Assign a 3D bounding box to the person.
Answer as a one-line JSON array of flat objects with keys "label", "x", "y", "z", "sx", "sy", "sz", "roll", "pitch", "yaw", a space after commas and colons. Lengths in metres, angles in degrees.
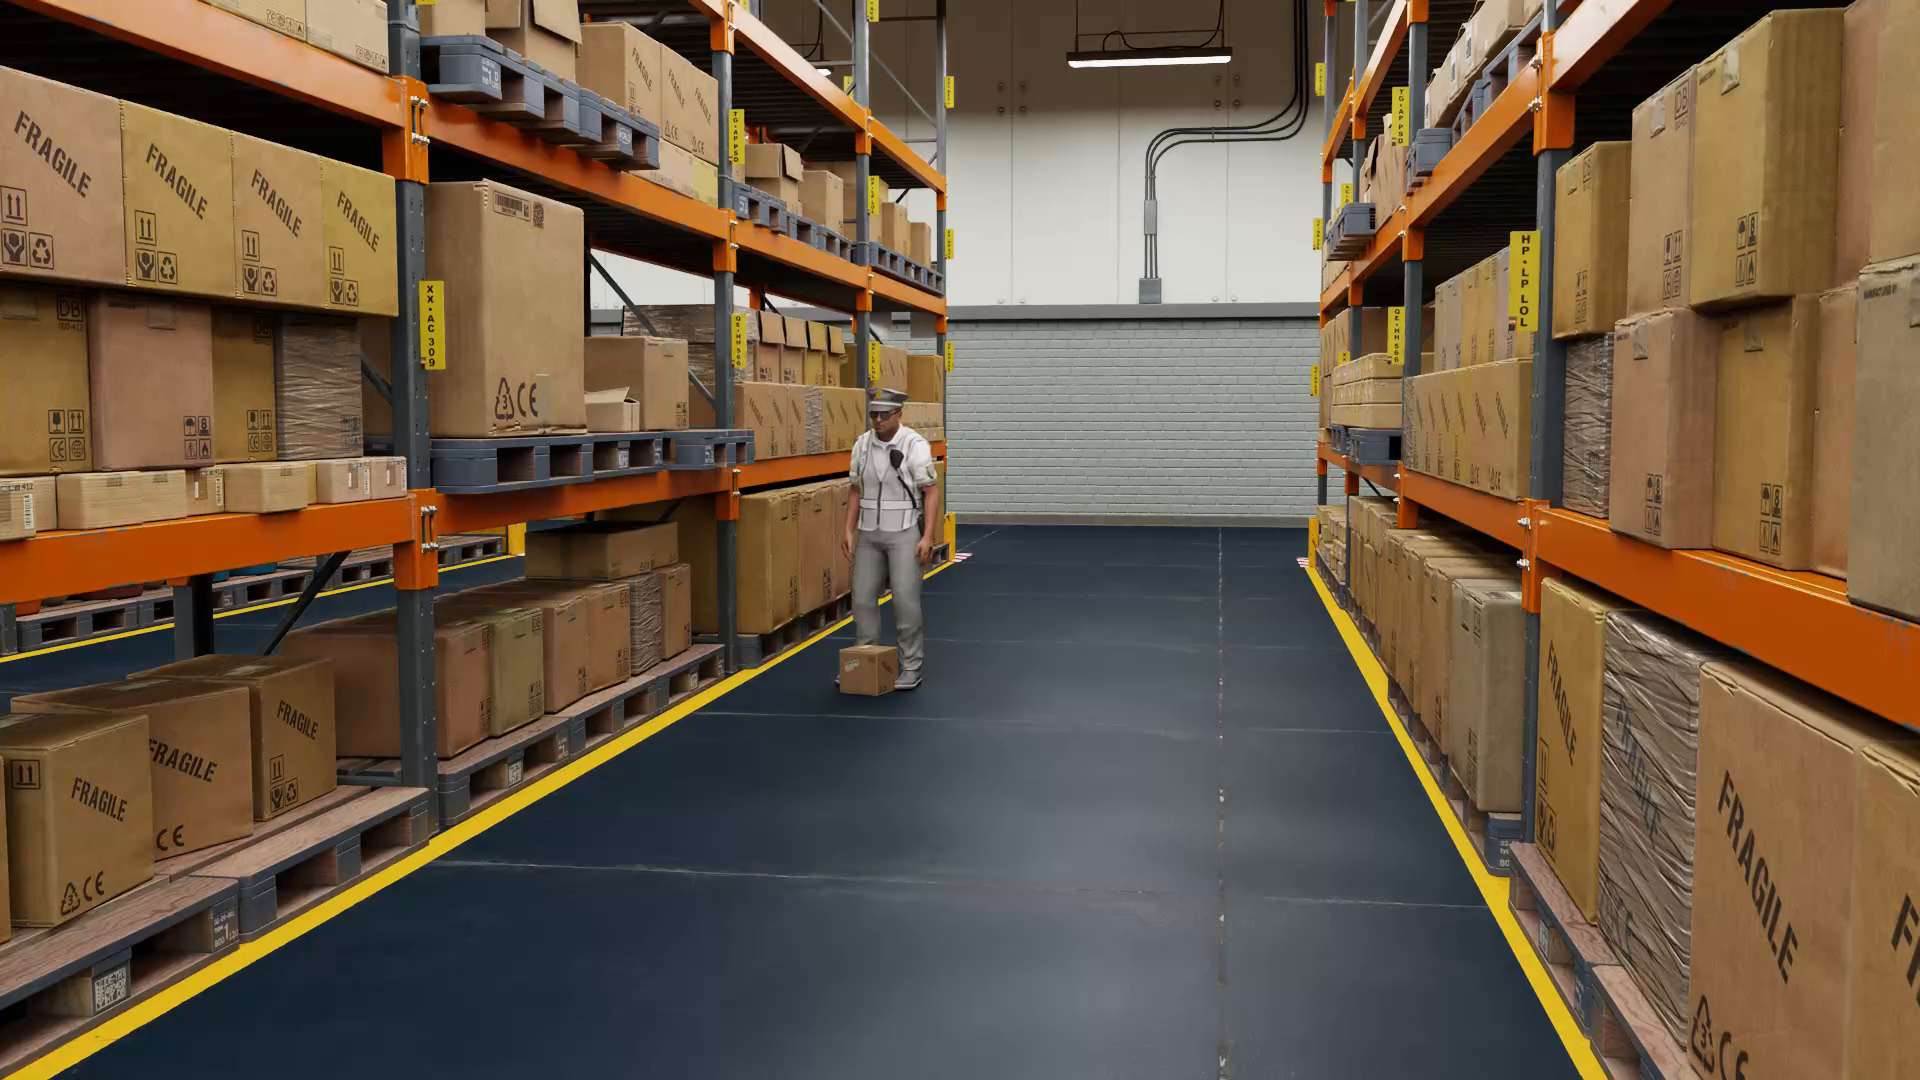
[{"label": "person", "x": -0.407, "y": -0.016, "z": 9.792, "sx": 0.594, "sy": 1.748, "sz": 0.434, "roll": 2, "pitch": 5, "yaw": 26}]
